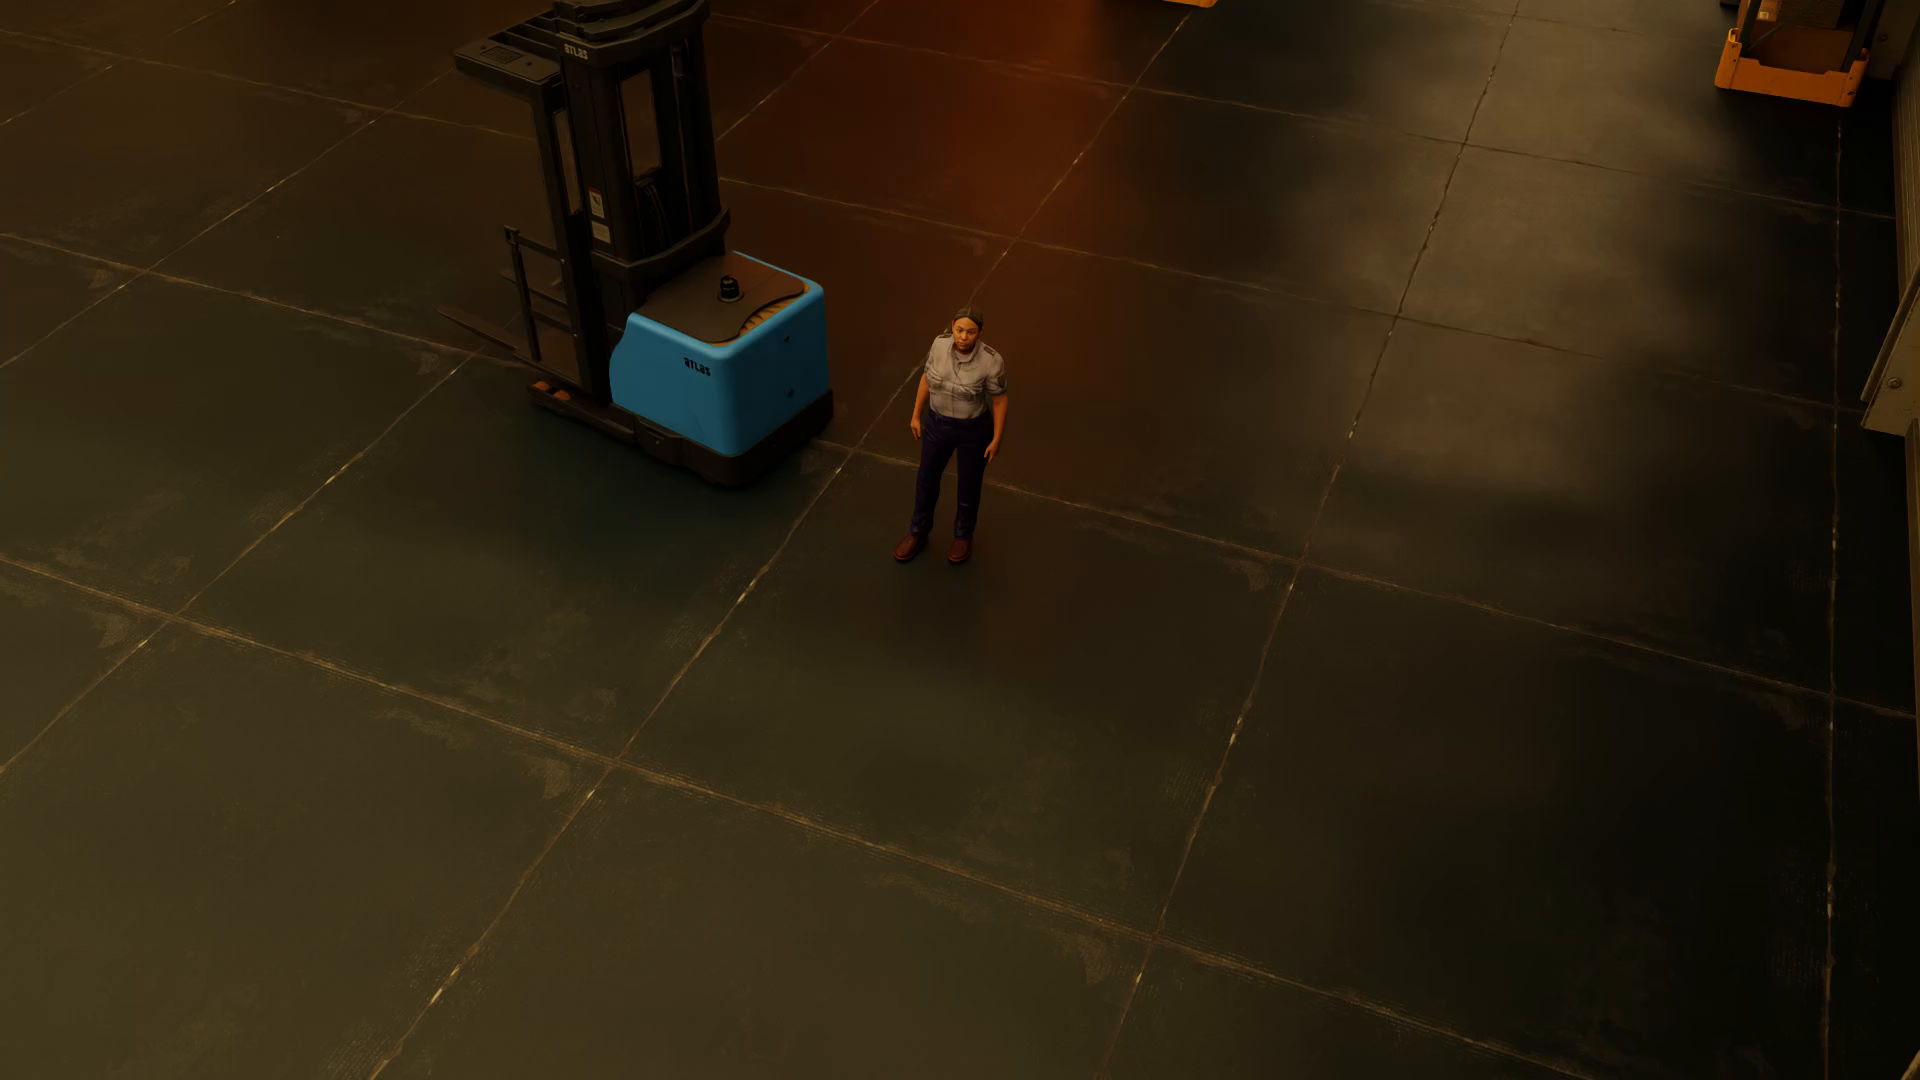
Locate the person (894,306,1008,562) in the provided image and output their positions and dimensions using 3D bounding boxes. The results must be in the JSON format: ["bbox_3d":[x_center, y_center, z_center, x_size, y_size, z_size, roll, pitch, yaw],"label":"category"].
[{"bbox_3d":[-0.055,-0.590,9.699,0.599,1.650,0.503,15,42,17],"label":"person"}]

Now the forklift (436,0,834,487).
[{"bbox_3d":[-2.341,-2.220,10.658,3.031,2.935,1.130,25,46,27],"label":"forklift"}]
